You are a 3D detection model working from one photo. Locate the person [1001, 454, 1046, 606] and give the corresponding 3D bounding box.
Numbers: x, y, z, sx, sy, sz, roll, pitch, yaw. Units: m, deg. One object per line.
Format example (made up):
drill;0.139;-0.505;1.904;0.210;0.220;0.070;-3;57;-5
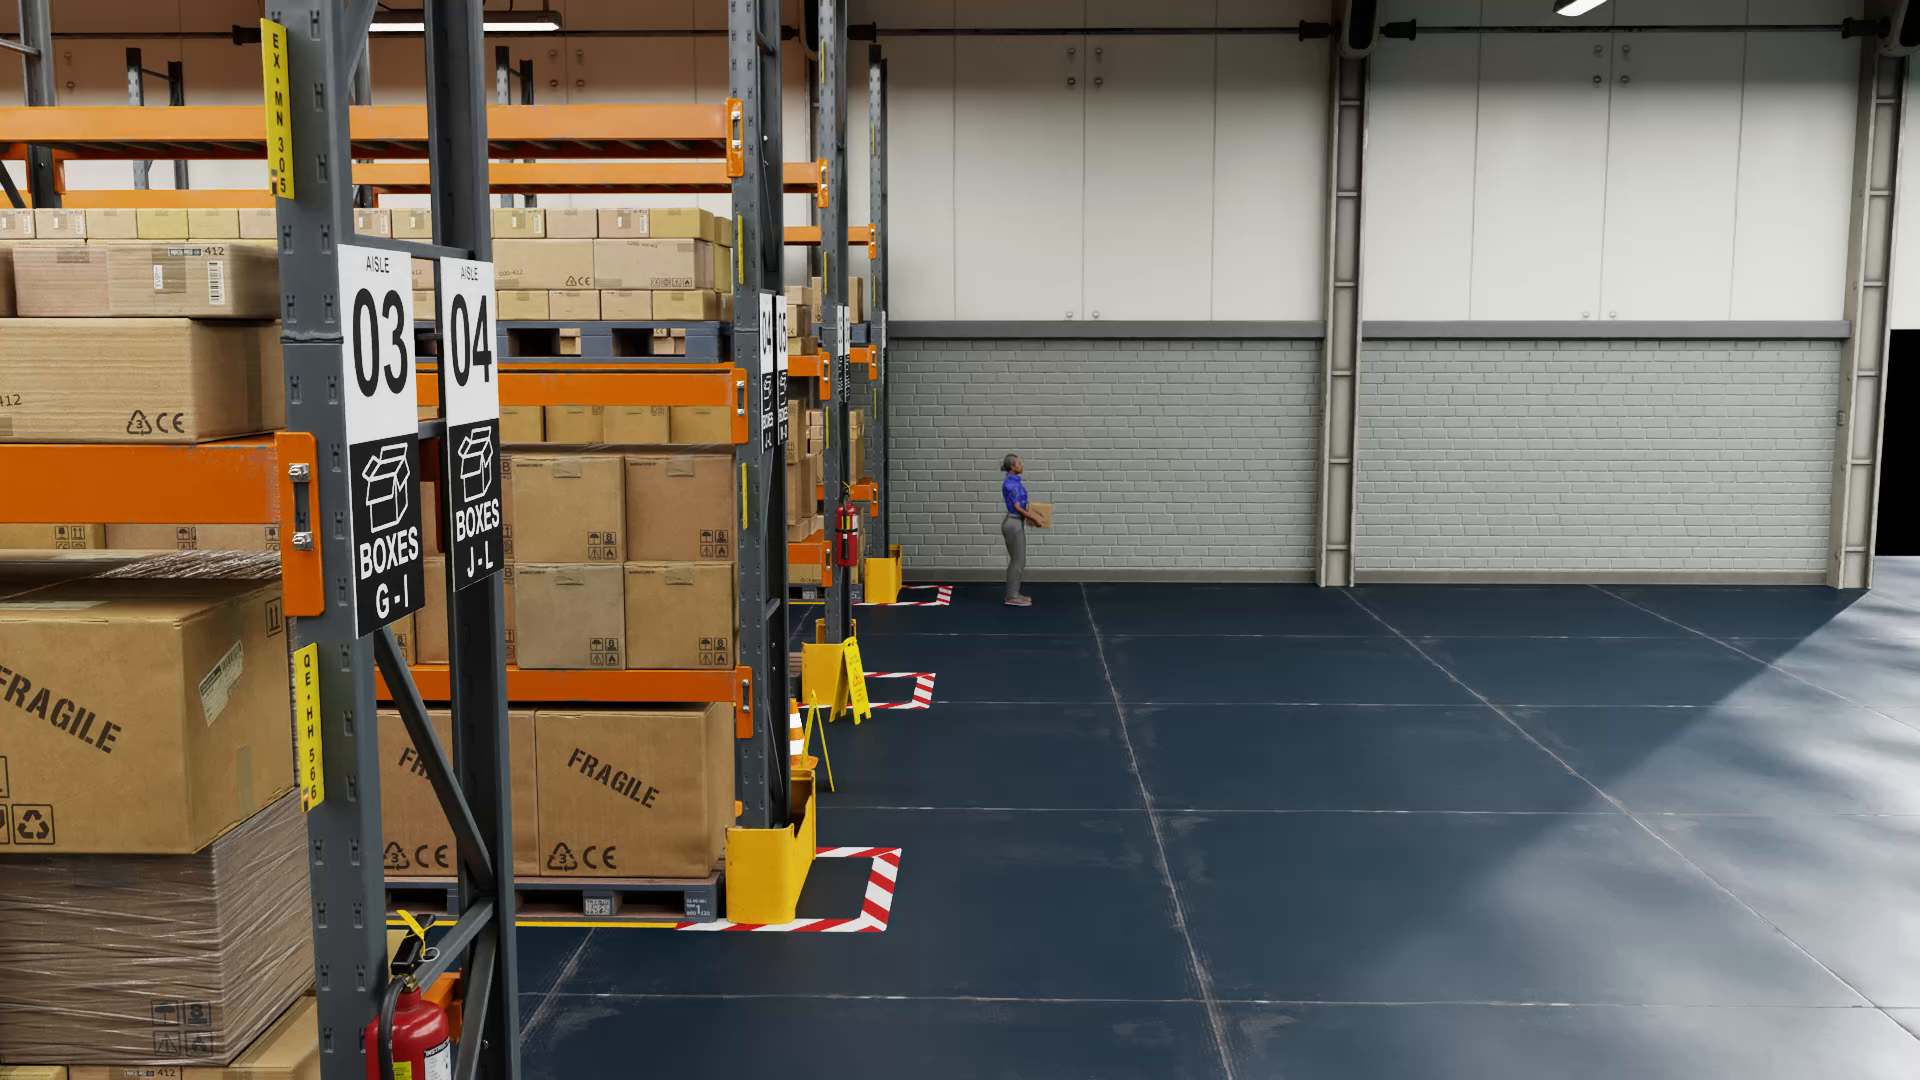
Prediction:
person;0.691;-0.118;18.219;0.500;1.653;0.460;0;7;1
